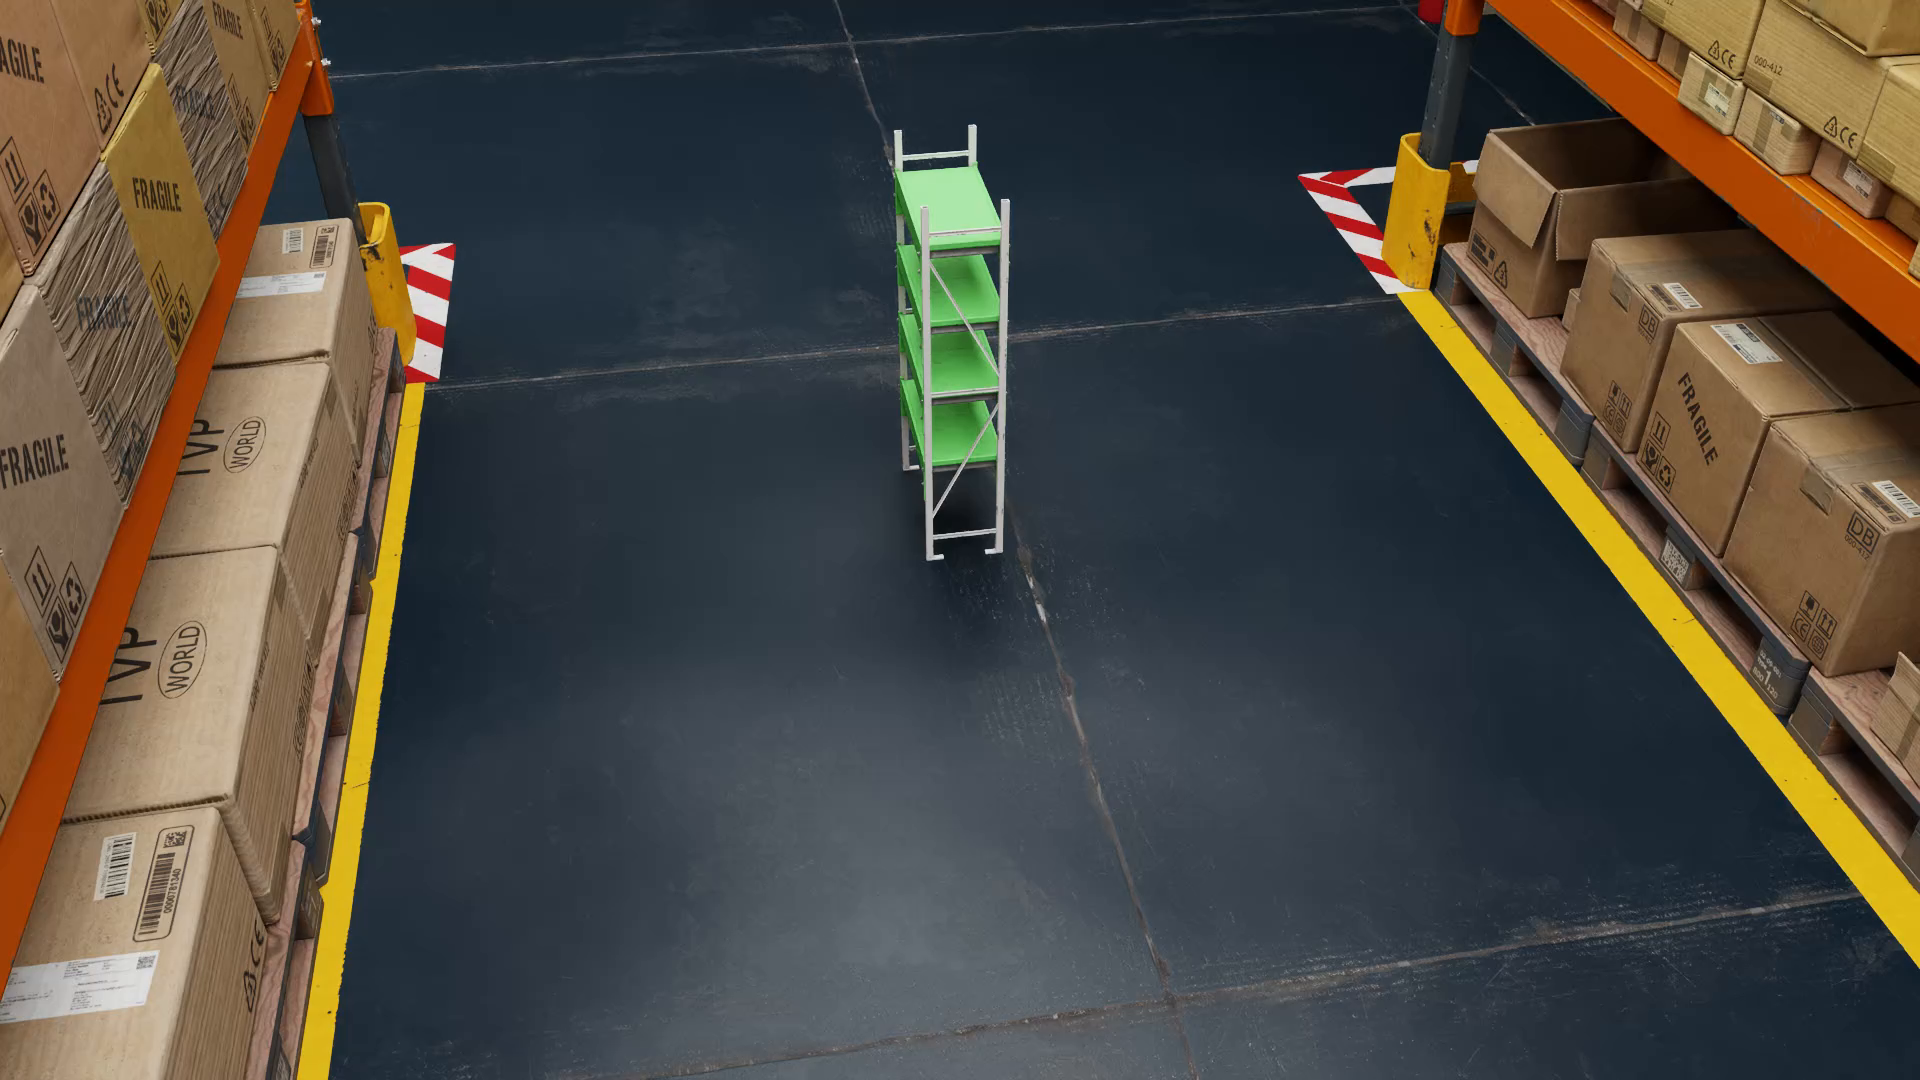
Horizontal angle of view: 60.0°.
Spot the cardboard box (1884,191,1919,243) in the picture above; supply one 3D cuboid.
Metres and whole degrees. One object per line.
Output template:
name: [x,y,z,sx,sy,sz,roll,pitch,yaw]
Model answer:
cardboard box: [2.519,-0.811,4.053,0.380,0.149,0.250,-6,38,-7]

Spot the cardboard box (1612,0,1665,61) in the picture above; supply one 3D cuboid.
cardboard box: [2.228,-1.580,5.044,0.380,0.149,0.250,-5,38,-7]

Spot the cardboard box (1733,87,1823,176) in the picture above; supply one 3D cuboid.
cardboard box: [2.317,-1.103,4.429,0.380,0.149,0.250,-5,38,-7]

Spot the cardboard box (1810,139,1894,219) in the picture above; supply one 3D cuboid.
cardboard box: [2.430,-0.955,4.239,0.380,0.149,0.250,-6,38,-8]

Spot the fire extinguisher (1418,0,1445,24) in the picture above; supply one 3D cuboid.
fire extinguisher: [1.805,-2.232,6.045,0.296,0.674,0.183,-6,38,-8]

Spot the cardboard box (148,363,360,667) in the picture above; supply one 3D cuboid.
cardboard box: [-2.217,-0.049,4.614,0.875,0.438,0.875,-5,38,-7]

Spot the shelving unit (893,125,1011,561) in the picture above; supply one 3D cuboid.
shelving unit: [-0.029,-0.574,5.011,0.258,1.200,0.503,-6,38,-8]

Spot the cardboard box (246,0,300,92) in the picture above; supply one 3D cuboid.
cardboard box: [-2.255,-1.611,4.797,0.500,0.500,0.500,-6,38,-8]

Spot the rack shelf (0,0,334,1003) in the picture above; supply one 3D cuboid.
rack shelf: [-2.250,-0.342,3.832,1.077,0.370,4.000,-6,38,-8]

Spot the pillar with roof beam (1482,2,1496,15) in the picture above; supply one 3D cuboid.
pillar with roof beam: [-1.538,-6.002,5.641,9.100,9.000,0.400,-6,38,-8]

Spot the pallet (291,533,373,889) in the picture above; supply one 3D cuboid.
pallet: [-2.172,0.477,4.464,1.003,0.211,1.213,-6,38,-8]

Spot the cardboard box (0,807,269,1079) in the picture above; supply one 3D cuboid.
cardboard box: [-1.903,1.037,3.217,0.875,0.438,0.875,-7,38,-9]

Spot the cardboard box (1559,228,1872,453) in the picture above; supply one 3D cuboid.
cardboard box: [2.411,-0.649,5.336,0.700,0.500,0.500,-5,38,-6]

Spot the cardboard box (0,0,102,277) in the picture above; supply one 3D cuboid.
cardboard box: [-1.905,-0.783,2.916,0.500,0.500,0.500,-6,38,-7]

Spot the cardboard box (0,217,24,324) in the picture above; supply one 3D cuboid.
cardboard box: [-1.826,-0.472,2.516,0.500,0.500,0.500,-7,38,-9]

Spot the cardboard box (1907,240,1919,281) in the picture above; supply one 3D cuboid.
cardboard box: [2.455,-0.643,3.837,0.380,0.149,0.250,-7,38,-9]

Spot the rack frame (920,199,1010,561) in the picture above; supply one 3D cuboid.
rack frame: [0.014,-0.426,4.821,0.240,1.200,0.015,-6,38,-8]

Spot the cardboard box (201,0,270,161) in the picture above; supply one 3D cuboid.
cardboard box: [-2.182,-1.306,4.405,0.500,0.500,0.500,-7,38,-9]

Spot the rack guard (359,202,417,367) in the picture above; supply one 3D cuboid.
rack guard: [-2.604,-0.862,5.952,1.175,0.500,0.348,-6,38,-8]

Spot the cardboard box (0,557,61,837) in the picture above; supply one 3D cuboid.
cardboard box: [-1.723,0.231,2.427,0.500,0.500,0.500,-5,38,-6]

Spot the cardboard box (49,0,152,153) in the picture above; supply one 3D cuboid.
cardboard box: [-1.991,-1.088,3.308,0.500,0.500,0.500,-6,38,-8]

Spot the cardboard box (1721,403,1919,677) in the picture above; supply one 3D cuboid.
cardboard box: [2.593,-0.022,4.529,0.700,0.500,0.500,-8,38,-10]

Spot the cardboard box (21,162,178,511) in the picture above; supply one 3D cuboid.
cardboard box: [-1.888,-0.375,3.206,0.500,0.500,0.500,-6,38,-8]

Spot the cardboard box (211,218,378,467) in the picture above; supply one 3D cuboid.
cardboard box: [-2.386,-0.601,5.324,0.875,0.438,0.875,-7,38,-9]

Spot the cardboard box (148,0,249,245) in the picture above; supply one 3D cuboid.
cardboard box: [-2.082,-0.997,4.006,0.500,0.500,0.500,-5,38,-7]

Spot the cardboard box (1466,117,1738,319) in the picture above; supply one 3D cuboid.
cardboard box: [2.300,-1.171,6.005,0.797,0.503,0.637,-8,38,-10]

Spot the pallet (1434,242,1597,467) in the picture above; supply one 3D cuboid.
pallet: [2.440,-0.742,6.033,1.003,0.211,1.213,-6,38,-8]

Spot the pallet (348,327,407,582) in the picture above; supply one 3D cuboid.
pallet: [-2.383,-0.259,5.411,1.003,0.211,1.213,-6,38,-8]

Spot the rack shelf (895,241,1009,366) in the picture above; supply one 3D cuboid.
rack shelf: [-0.029,-0.713,4.903,0.258,0.148,0.480,-6,38,-8]

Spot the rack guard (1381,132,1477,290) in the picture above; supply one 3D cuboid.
rack guard: [2.299,-1.337,6.564,1.175,0.500,0.348,-6,38,-8]

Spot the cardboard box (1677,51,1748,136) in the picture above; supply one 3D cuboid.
cardboard box: [2.250,-1.260,4.631,0.380,0.149,0.250,-7,38,-9]

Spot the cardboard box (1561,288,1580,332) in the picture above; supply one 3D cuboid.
cardboard box: [2.336,-0.770,5.778,0.380,0.149,0.250,-8,38,-10]

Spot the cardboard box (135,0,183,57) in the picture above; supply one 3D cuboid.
cardboard box: [-2.077,-1.392,3.700,0.500,0.500,0.500,-6,38,-8]

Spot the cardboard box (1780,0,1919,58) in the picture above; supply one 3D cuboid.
cardboard box: [2.364,-1.516,4.025,0.500,0.500,0.500,-5,38,-7]

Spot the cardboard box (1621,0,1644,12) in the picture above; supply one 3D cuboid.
cardboard box: [2.189,-1.821,5.029,0.500,0.250,0.500,-6,38,-7]

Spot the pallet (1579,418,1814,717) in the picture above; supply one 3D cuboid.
pallet: [2.651,-0.007,5.087,1.003,0.211,1.213,-6,38,-8]

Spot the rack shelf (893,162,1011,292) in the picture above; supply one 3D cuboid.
rack shelf: [-0.029,-0.902,4.755,0.258,0.148,0.480,-6,38,-8]

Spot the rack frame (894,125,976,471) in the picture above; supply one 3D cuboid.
rack frame: [-0.072,-0.721,5.200,0.240,1.200,0.015,-6,38,-8]

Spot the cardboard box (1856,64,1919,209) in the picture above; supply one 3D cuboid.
cardboard box: [2.481,-0.898,3.840,0.500,0.250,0.500,-6,38,-8]

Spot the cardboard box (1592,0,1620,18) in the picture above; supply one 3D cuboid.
cardboard box: [2.244,-1.740,5.249,0.380,0.149,0.250,-7,38,-9]

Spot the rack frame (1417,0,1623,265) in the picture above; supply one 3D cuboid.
rack frame: [2.286,-2.370,5.856,1.000,3.000,0.127,-6,38,-8]

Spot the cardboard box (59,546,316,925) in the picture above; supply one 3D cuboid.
cardboard box: [-2.061,0.496,3.912,0.875,0.438,0.875,-7,38,-9]

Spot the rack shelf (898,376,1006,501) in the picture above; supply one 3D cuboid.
rack shelf: [-0.029,-0.334,5.197,0.258,0.148,0.480,-6,38,-8]

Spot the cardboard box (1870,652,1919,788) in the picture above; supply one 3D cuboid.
cardboard box: [2.538,0.439,4.126,0.396,0.266,0.258,-5,38,-6]

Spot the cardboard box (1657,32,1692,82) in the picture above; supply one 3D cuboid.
cardboard box: [2.280,-1.421,4.838,0.380,0.149,0.250,-6,38,-7]

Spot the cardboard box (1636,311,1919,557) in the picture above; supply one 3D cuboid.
cardboard box: [2.406,-0.319,4.911,0.500,0.500,0.500,-6,38,-7]

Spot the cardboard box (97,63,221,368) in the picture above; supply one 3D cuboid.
cardboard box: [-1.979,-0.686,3.607,0.500,0.500,0.500,-5,38,-7]

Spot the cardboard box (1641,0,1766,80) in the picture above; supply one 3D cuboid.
cardboard box: [2.281,-1.515,4.635,0.500,0.250,0.500,-7,38,-9]

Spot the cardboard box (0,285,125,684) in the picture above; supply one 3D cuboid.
cardboard box: [-1.808,-0.074,2.819,0.500,0.500,0.500,-6,38,-8]

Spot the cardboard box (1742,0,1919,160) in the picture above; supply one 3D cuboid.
cardboard box: [2.392,-1.209,4.241,0.500,0.250,0.500,-7,38,-9]

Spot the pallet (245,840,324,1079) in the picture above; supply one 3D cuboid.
pallet: [-1.955,1.215,3.514,1.003,0.211,1.213,-6,38,-8]

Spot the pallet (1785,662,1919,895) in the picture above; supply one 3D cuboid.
pallet: [2.868,0.732,4.136,1.003,0.211,1.213,-6,38,-8]

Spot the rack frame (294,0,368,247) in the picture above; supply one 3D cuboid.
rack frame: [-2.600,-1.834,5.166,1.000,3.000,0.127,-6,38,-8]

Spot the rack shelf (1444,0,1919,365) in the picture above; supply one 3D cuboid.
rack shelf: [2.637,-0.878,4.522,1.077,0.370,4.000,-6,38,-8]

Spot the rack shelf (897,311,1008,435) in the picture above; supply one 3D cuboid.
rack shelf: [-0.029,-0.523,5.050,0.258,0.148,0.480,-6,38,-8]
